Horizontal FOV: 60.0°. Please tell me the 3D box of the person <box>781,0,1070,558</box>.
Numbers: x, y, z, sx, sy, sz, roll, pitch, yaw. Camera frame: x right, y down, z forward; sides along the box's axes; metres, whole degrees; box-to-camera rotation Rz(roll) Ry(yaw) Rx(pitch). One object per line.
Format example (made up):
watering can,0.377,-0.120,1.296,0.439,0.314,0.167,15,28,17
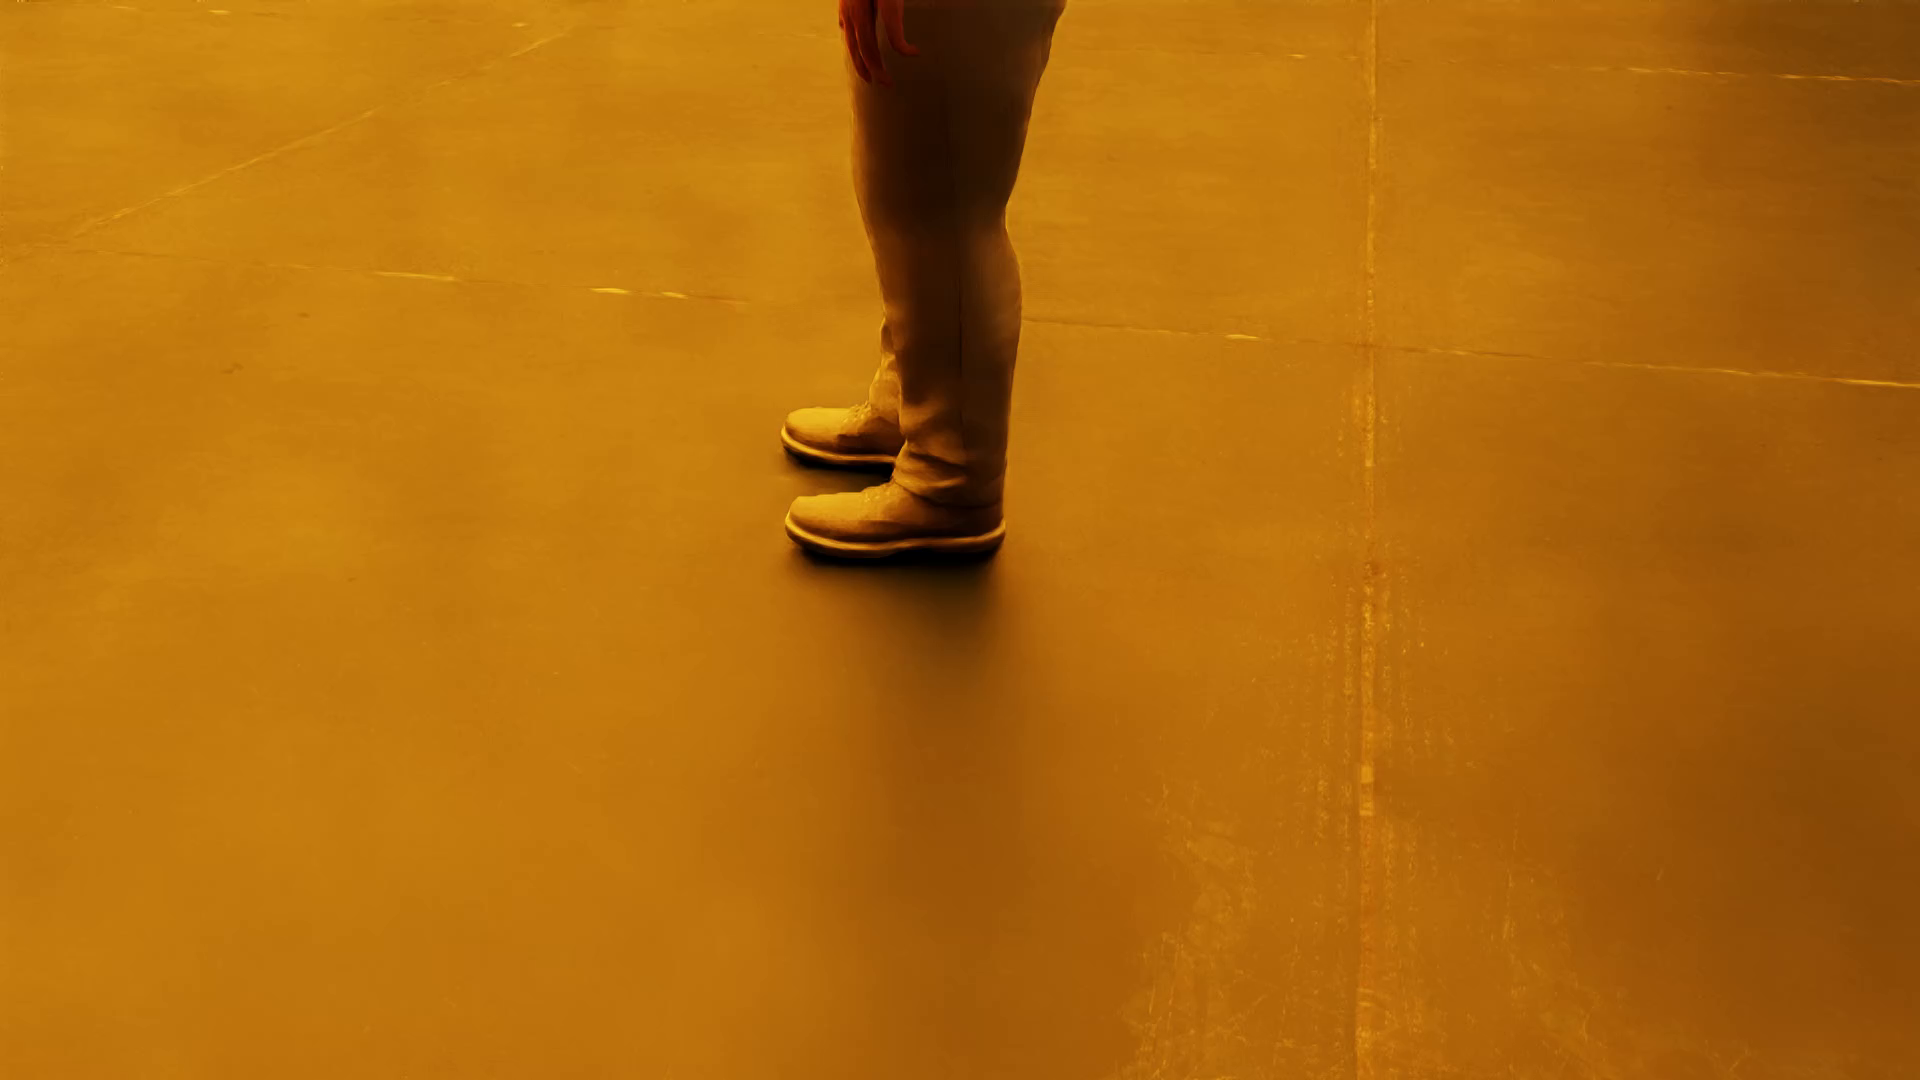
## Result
person,-0.073,-0.816,2.120,0.574,1.781,0.640,6,27,11
